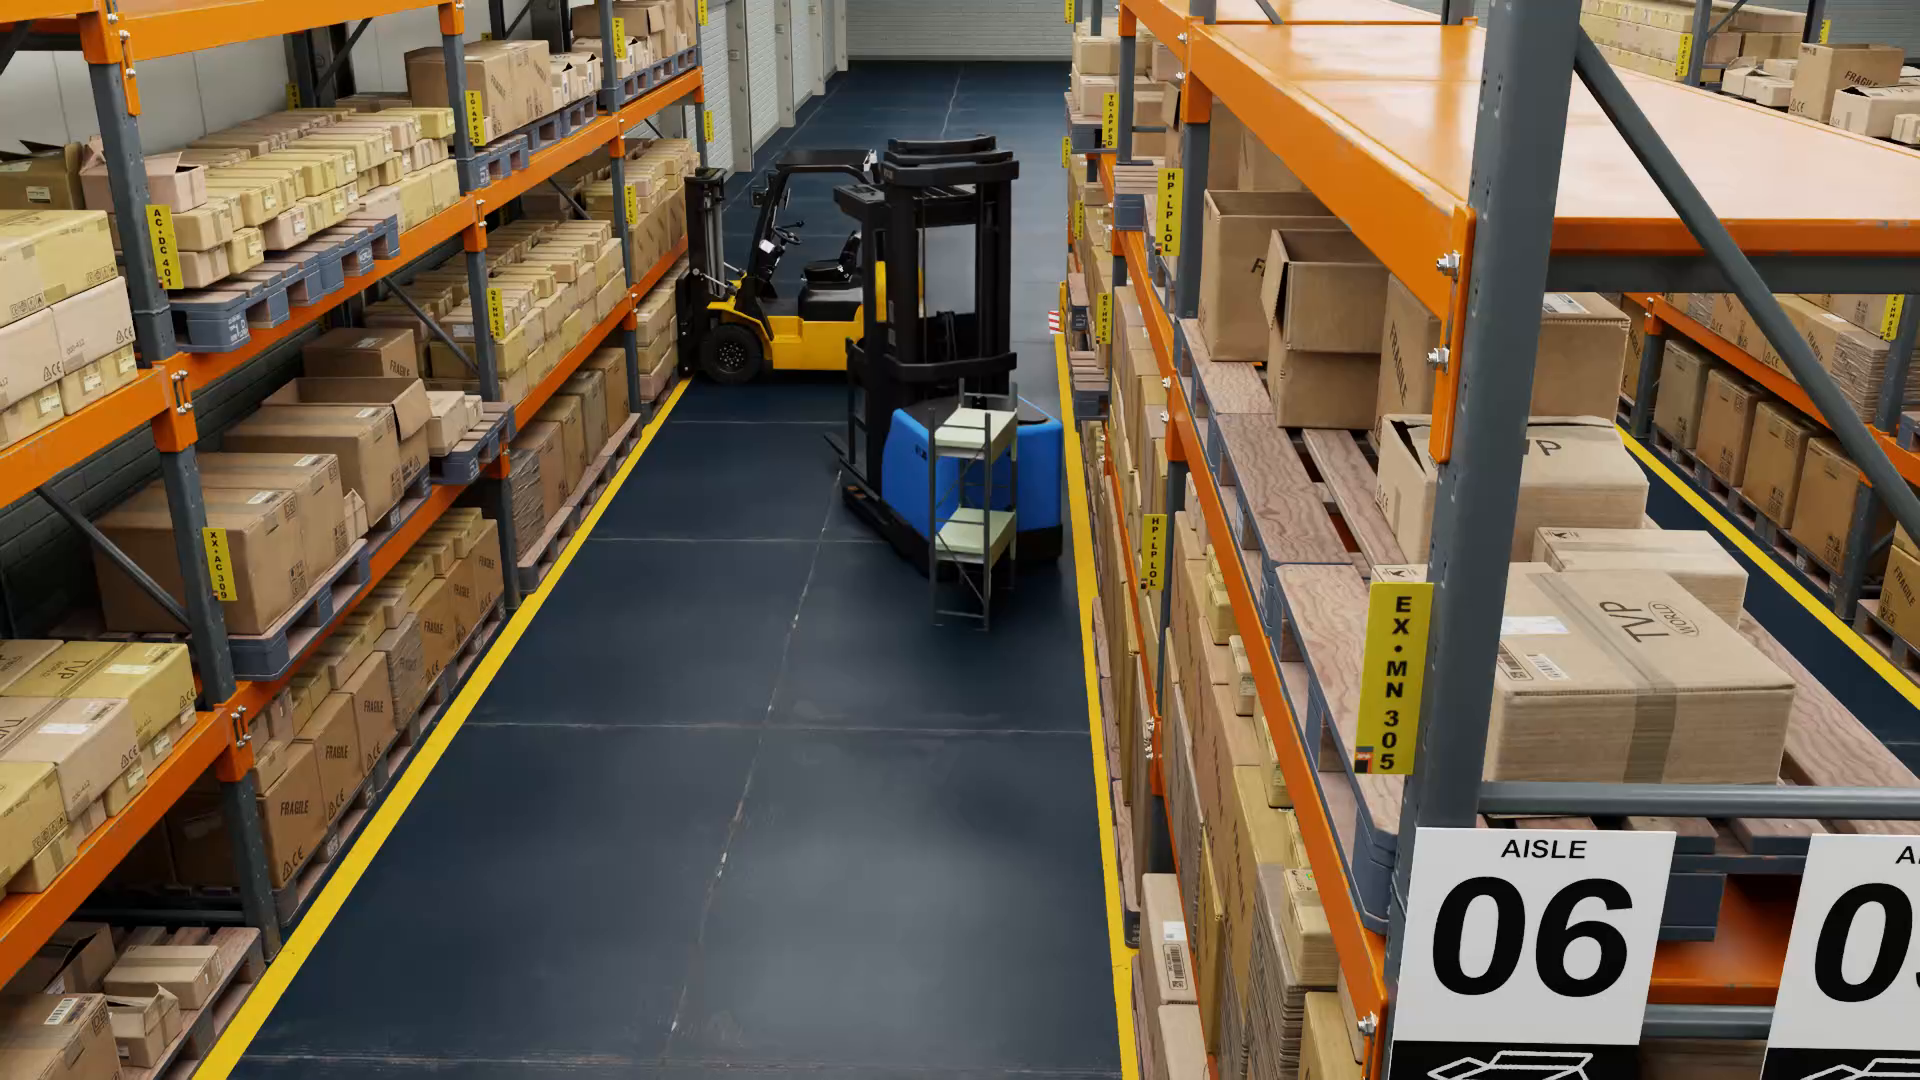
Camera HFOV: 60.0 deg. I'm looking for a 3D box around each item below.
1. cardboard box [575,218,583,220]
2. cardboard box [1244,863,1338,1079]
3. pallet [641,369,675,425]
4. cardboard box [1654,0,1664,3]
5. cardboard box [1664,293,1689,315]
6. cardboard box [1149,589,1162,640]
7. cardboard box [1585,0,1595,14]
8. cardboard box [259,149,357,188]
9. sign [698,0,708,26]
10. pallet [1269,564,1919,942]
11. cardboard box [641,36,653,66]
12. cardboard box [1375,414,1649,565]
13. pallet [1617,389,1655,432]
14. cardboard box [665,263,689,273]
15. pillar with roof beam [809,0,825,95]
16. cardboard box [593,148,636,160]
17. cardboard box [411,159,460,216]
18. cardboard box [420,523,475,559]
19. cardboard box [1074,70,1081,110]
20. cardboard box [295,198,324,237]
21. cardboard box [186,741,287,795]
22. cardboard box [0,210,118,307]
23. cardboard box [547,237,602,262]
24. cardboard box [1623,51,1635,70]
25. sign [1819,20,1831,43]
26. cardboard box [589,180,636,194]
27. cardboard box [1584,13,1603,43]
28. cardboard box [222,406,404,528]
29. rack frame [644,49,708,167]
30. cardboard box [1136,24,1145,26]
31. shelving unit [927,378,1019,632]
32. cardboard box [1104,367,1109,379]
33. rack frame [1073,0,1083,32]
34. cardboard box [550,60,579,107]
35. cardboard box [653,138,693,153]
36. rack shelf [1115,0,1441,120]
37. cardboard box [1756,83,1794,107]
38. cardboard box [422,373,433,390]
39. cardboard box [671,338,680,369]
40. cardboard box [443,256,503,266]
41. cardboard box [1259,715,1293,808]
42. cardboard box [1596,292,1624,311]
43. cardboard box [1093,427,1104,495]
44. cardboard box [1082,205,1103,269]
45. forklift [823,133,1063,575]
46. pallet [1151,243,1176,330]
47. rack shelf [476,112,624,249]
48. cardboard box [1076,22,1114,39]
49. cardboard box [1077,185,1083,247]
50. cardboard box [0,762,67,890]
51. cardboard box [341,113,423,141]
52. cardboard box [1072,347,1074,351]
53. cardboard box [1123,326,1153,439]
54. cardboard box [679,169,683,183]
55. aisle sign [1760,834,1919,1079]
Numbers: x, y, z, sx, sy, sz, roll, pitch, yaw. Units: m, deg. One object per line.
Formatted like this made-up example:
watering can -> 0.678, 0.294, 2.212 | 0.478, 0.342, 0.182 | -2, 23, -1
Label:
cardboard box -> -3.641, -2.602, 14.950 | 0.500, 0.500, 0.500 | 1, 21, 1
cardboard box -> 0.975, 1.123, 3.968 | 0.500, 0.500, 0.500 | 1, 21, 2
pallet -> -3.319, -1.377, 15.786 | 1.003, 0.211, 1.213 | 1, 21, 2
cardboard box -> 6.946, -5.168, 16.082 | 0.380, 0.149, 0.250 | 1, 21, 2
cardboard box -> 6.243, -2.178, 13.858 | 0.500, 0.500, 0.500 | 1, 21, 2
cardboard box -> 1.104, 0.230, 7.304 | 0.500, 0.250, 0.500 | 1, 21, 2
cardboard box -> 6.289, -5.176, 16.101 | 0.380, 0.149, 0.250 | 0, 21, 1
cardboard box -> -3.192, -1.821, 8.145 | 0.380, 0.149, 0.250 | 1, 21, 2
sign -> -2.721, -5.600, 17.553 | 0.100, 0.325, 0.005 | 1, 21, 2
pallet -> 1.224, 0.377, 3.388 | 1.003, 0.211, 1.213 | 1, 21, 2
cardboard box -> -3.036, -4.502, 15.304 | 0.396, 0.266, 0.258 | 0, 21, 0
cardboard box -> 1.307, -0.138, 3.996 | 0.500, 0.311, 0.500 | 1, 21, 3
pallet -> 6.629, -1.293, 15.569 | 1.003, 0.211, 1.213 | 1, 21, 2
cardboard box -> -2.980, -2.679, 17.126 | 0.500, 0.250, 0.500 | 1, 21, 2
pillar with roof beam -> 0.848, -15.022, 38.803 | 9.100, 9.000, 0.400 | 1, 21, 2
cardboard box -> -3.545, -3.926, 17.054 | 0.380, 0.149, 0.250 | 1, 21, 2
cardboard box -> -3.279, -2.084, 9.814 | 0.500, 0.250, 0.500 | 0, 21, 0
cardboard box -> -3.246, 0.004, 10.351 | 0.380, 0.149, 0.250 | 0, 21, -1
cardboard box -> 1.144, -3.471, 12.808 | 0.500, 0.250, 0.500 | 0, 21, 1
cardboard box -> -3.193, -1.494, 7.715 | 0.380, 0.149, 0.250 | 0, 21, 1
cardboard box -> -3.351, 1.043, 7.673 | 0.380, 0.149, 0.250 | 2, 21, 4
cardboard box -> -3.403, -1.013, 5.951 | 0.500, 0.250, 0.500 | 1, 21, 2
cardboard box -> -3.099, -2.335, 13.366 | 0.380, 0.149, 0.250 | 0, 21, 0
cardboard box -> 6.250, -4.345, 15.062 | 0.380, 0.149, 0.250 | 1, 21, 2
sign -> 7.070, -4.103, 13.659 | 0.100, 0.325, 0.005 | 1, 21, 2
cardboard box -> -3.162, -3.178, 15.126 | 0.380, 0.149, 0.250 | 0, 21, 1
cardboard box -> 6.349, -4.937, 16.037 | 0.500, 0.250, 0.500 | 0, 21, 1
cardboard box -> -3.350, -0.383, 8.652 | 0.700, 0.500, 0.500 | 1, 21, 1
rack frame -> -3.263, -3.836, 18.270 | 1.000, 3.000, 0.127 | 1, 21, 2
cardboard box -> 1.874, -4.946, 16.227 | 0.380, 0.149, 0.250 | 1, 21, 2
shelving unit -> 0.093, -0.241, 11.077 | 0.431, 1.500, 0.755 | 6, 22, 14
cardboard box -> 1.166, -1.188, 11.211 | 0.380, 0.149, 0.250 | 1, 21, 2
rack frame -> 1.698, -6.580, 17.047 | 1.000, 3.000, 0.127 | 1, 21, 2
cardboard box -> -3.187, -3.447, 12.525 | 0.500, 0.311, 0.500 | 0, 21, 0
cardboard box -> -3.063, -4.192, 17.741 | 0.380, 0.149, 0.250 | 1, 21, 2
rack shelf -> 1.394, -2.442, 7.931 | 1.077, 0.370, 4.000 | 1, 21, 2
cardboard box -> 6.225, -3.339, 12.469 | 0.380, 0.149, 0.250 | 1, 21, 2
cardboard box -> -3.748, -1.039, 11.268 | 0.500, 0.250, 0.500 | 0, 21, 0
cardboard box -> -3.039, -1.845, 16.358 | 0.500, 0.250, 0.500 | 1, 21, 3
cardboard box -> -3.703, -2.064, 12.666 | 0.380, 0.149, 0.250 | 1, 21, 2
cardboard box -> 1.006, 0.593, 4.437 | 0.380, 0.149, 0.250 | 1, 21, 3
cardboard box -> 6.640, -2.077, 16.091 | 0.875, 0.875, 0.875 | 1, 21, 2
cardboard box -> 1.525, -0.606, 12.997 | 0.950, 0.372, 0.625 | 1, 21, 3
cardboard box -> 1.276, -2.552, 13.828 | 0.500, 0.500, 0.500 | 1, 21, 3
forklift -> -0.287, -1.618, 12.647 | 1.130, 2.935, 3.031 | -9, 23, -21
pallet -> 1.312, -1.086, 7.298 | 0.805, 0.209, 1.217 | 0, 21, -1
rack shelf -> -3.446, -2.730, 12.266 | 1.077, 0.370, 4.000 | 1, 21, 2
cardboard box -> 1.341, -5.039, 16.467 | 0.380, 0.149, 0.250 | 1, 21, 1
cardboard box -> 1.362, -3.059, 15.718 | 0.500, 0.500, 0.500 | 1, 21, 3
cardboard box -> -3.429, 0.982, 5.648 | 0.500, 0.250, 0.500 | 0, 21, 1
cardboard box -> -3.335, -2.375, 9.603 | 0.380, 0.149, 0.250 | 0, 21, 0
cardboard box -> 1.332, -1.660, 15.881 | 0.500, 0.250, 0.500 | 0, 21, 0
cardboard box -> 1.159, -0.861, 9.082 | 0.500, 0.500, 0.500 | 1, 21, 3
cardboard box -> -3.021, -3.685, 16.843 | 0.380, 0.149, 0.250 | 0, 21, 0
aisle sign -> 1.499, 0.819, 2.677 | 0.394, 0.787, 0.004 | 1, 21, 2
